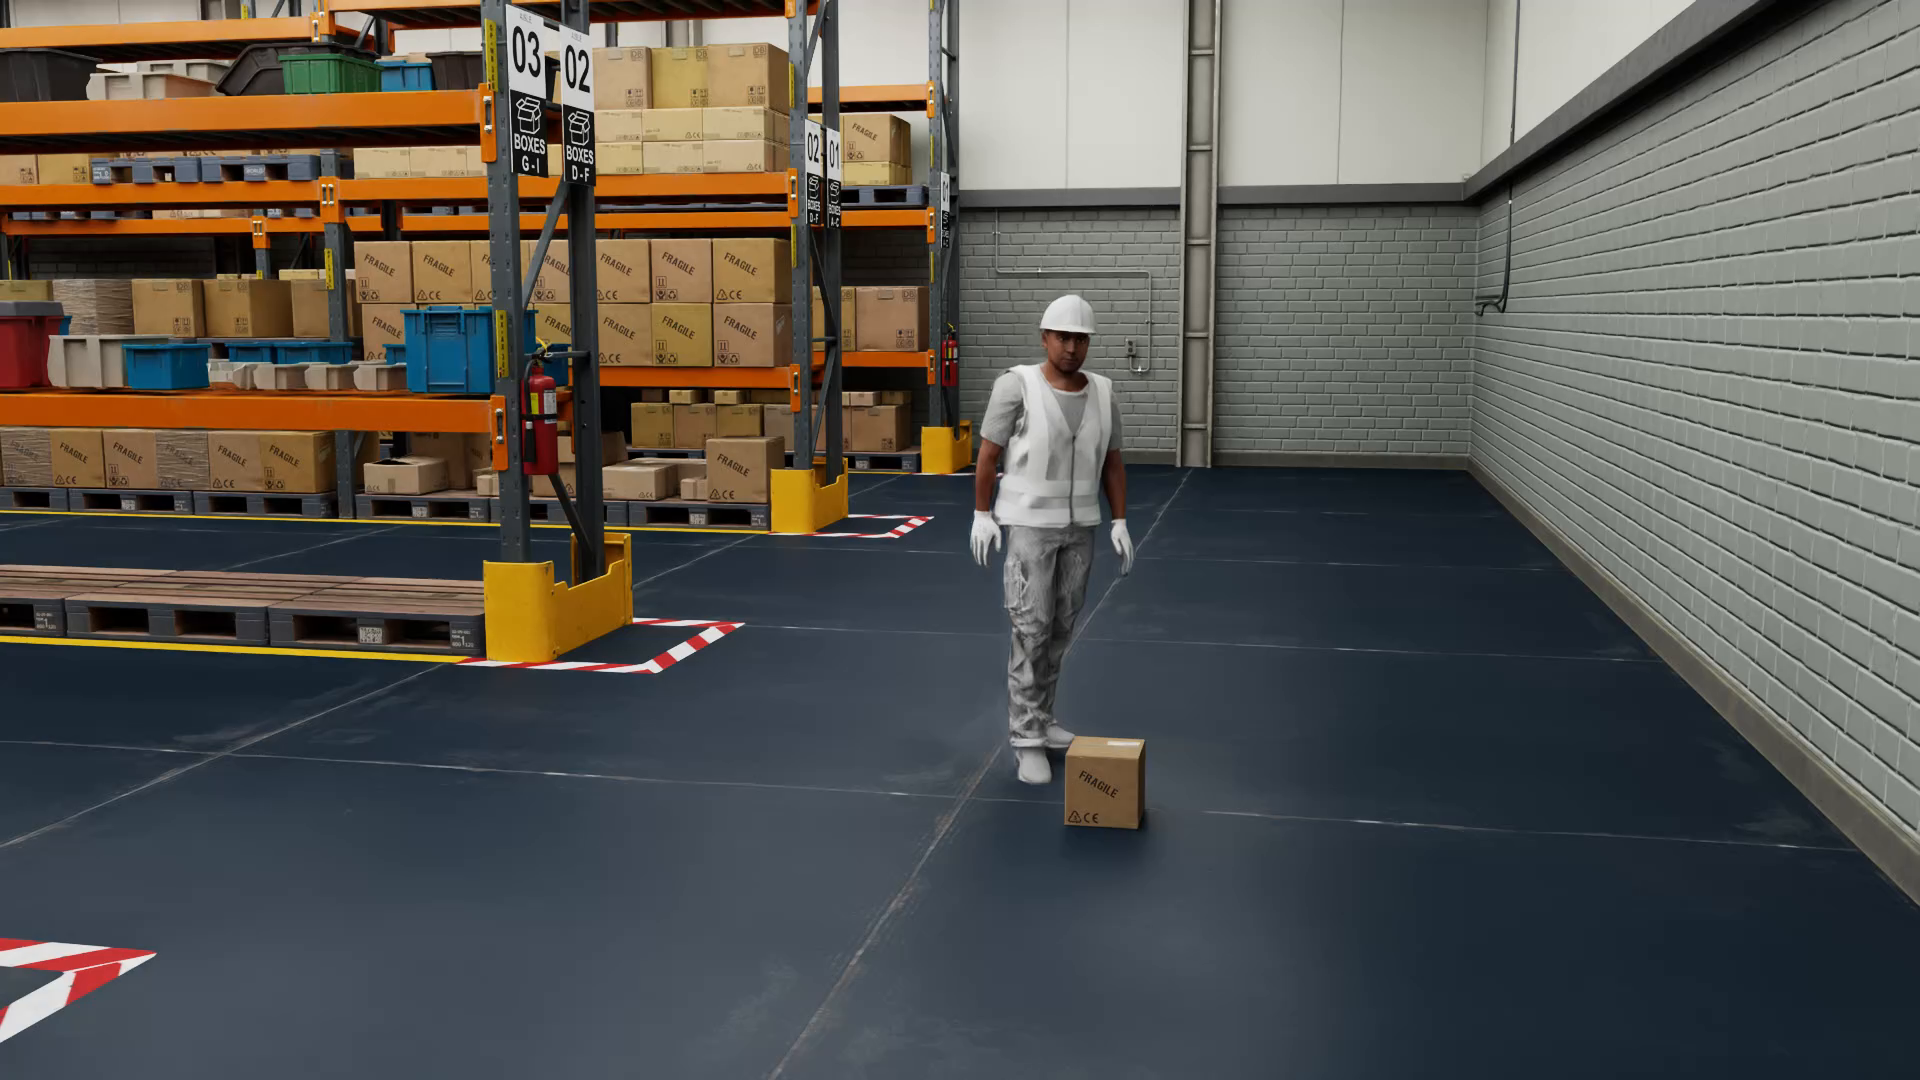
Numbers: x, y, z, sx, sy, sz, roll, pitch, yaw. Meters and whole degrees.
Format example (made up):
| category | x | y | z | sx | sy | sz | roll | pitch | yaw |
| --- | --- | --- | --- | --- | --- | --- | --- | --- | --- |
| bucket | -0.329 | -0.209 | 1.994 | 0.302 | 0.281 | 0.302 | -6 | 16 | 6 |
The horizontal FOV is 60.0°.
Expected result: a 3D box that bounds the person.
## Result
| category | x | y | z | sx | sy | sz | roll | pitch | yaw |
| --- | --- | --- | --- | --- | --- | --- | --- | --- | --- |
| person | 0.372 | -0.020 | 6.374 | 0.570 | 1.817 | 0.513 | -5 | 9 | -33 |
